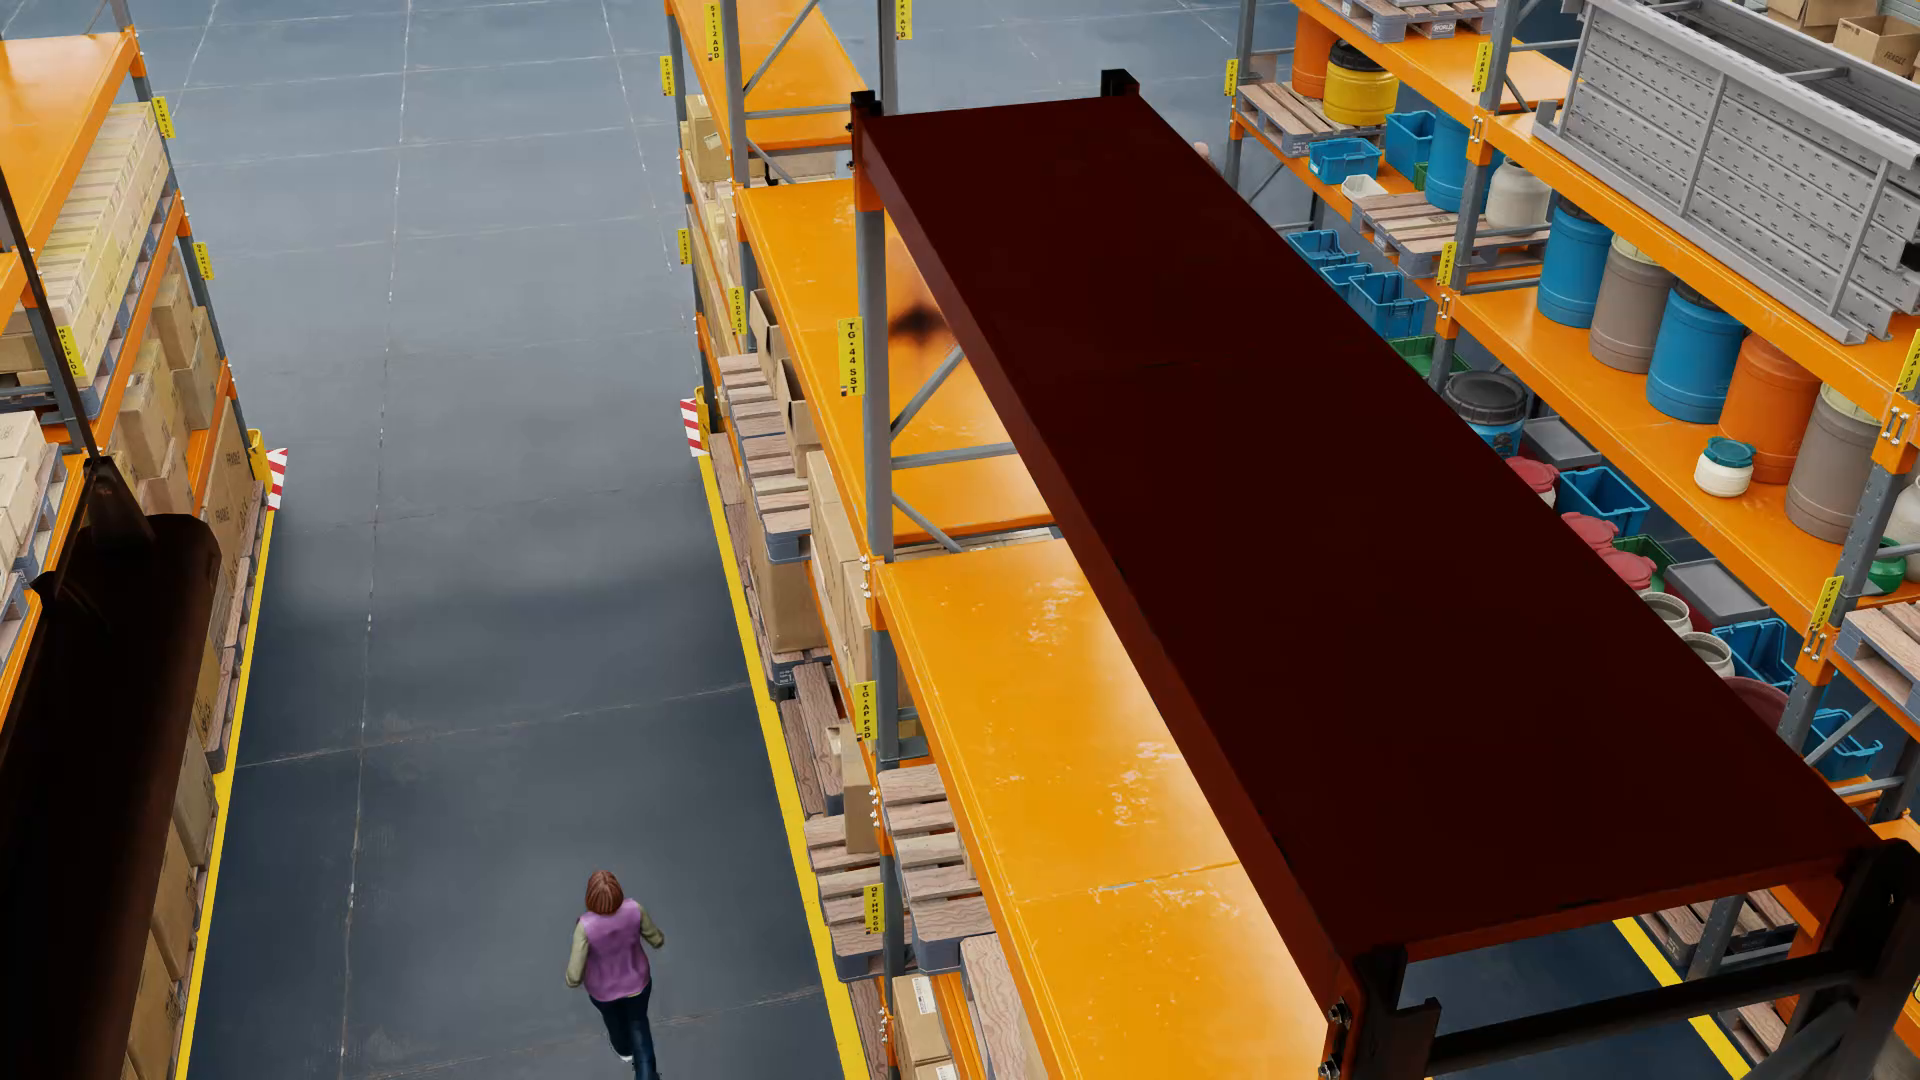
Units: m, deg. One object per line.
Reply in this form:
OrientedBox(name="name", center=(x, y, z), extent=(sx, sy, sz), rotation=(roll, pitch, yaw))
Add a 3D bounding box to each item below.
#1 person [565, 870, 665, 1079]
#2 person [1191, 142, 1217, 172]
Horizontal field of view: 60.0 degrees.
OrientedBox(name="person", center=(-1.807, 2.327, 8.777), extent=(0.539, 1.599, 0.724), rotation=(-13, 37, -18))
OrientedBox(name="person", center=(2.484, -3.361, 17.476), extent=(0.670, 1.716, 0.741), rotation=(11, 36, 15))
